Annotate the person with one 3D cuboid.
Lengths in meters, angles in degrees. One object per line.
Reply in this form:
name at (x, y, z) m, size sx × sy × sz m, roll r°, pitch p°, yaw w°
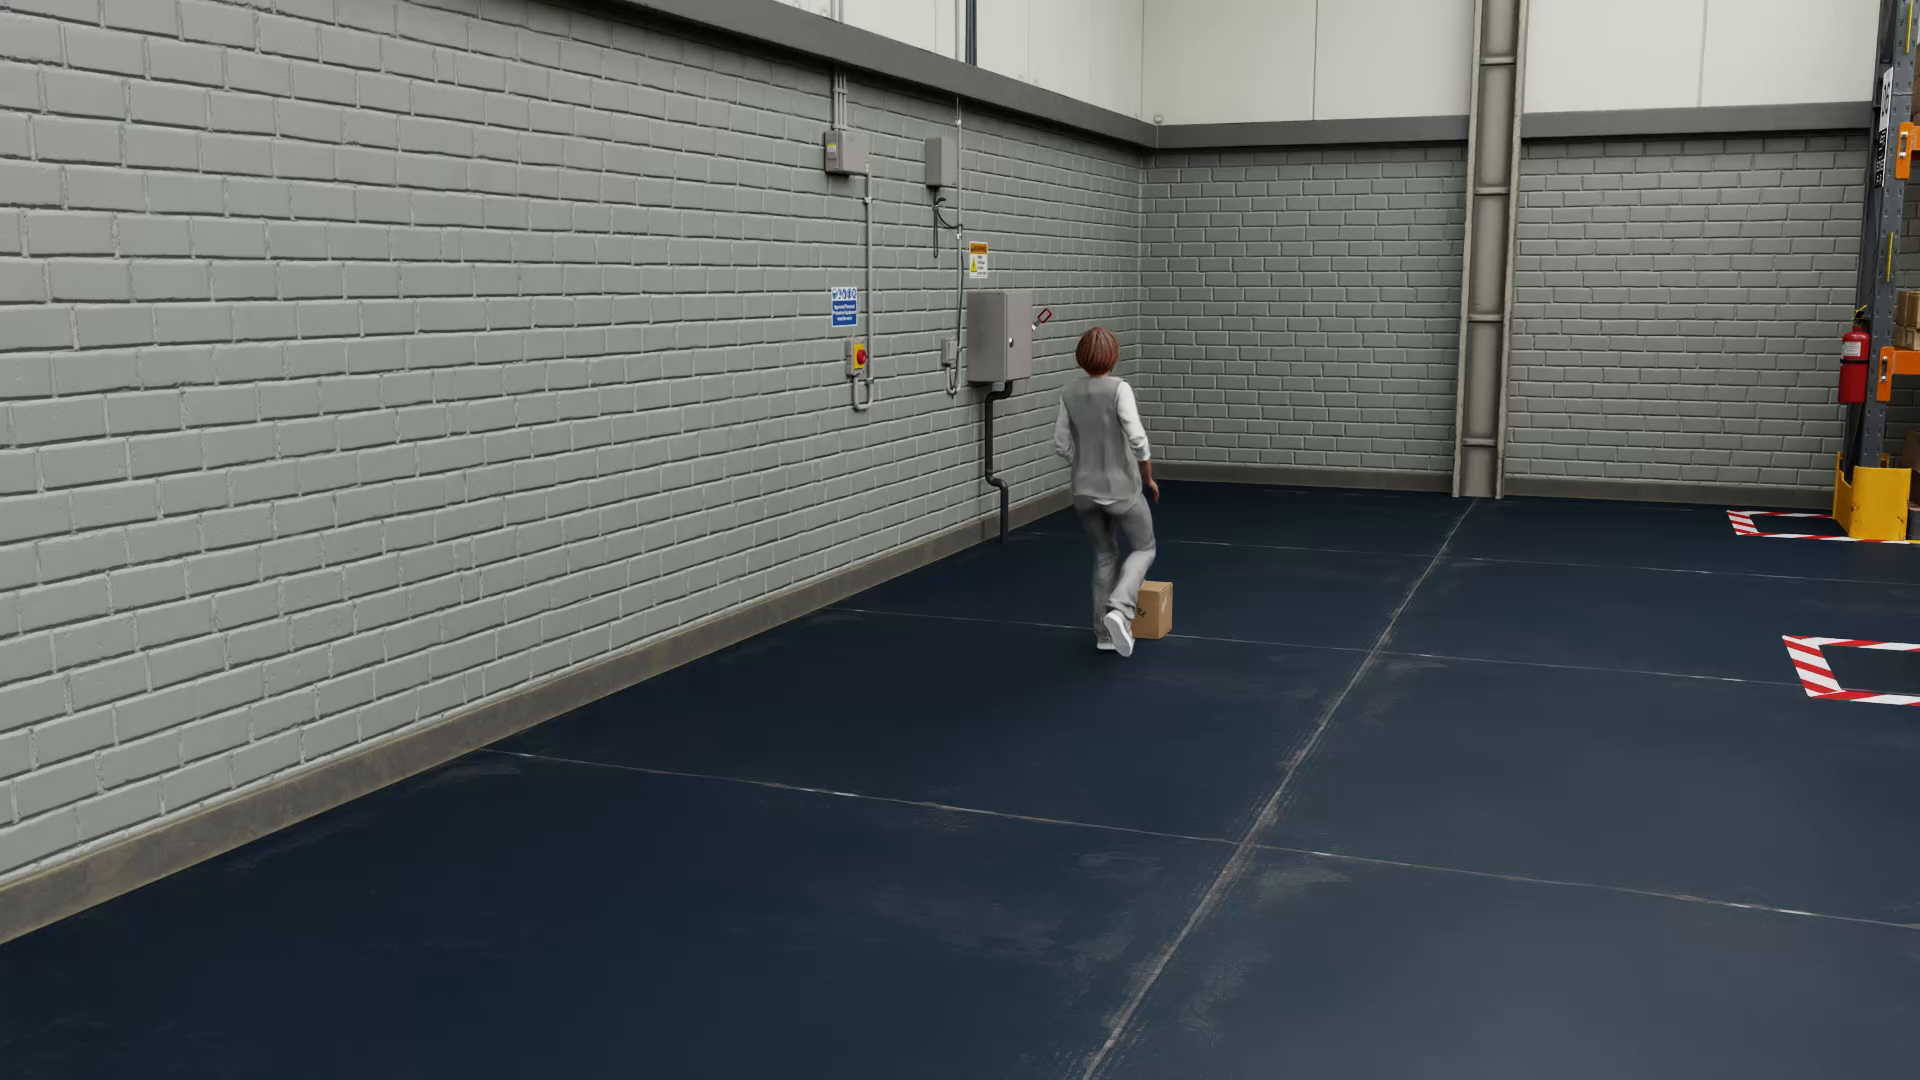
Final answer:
person at (0.720, -0.231, 7.927) m, size 0.528 × 1.562 × 0.468 m, roll 5°, pitch 10°, yaw 29°
